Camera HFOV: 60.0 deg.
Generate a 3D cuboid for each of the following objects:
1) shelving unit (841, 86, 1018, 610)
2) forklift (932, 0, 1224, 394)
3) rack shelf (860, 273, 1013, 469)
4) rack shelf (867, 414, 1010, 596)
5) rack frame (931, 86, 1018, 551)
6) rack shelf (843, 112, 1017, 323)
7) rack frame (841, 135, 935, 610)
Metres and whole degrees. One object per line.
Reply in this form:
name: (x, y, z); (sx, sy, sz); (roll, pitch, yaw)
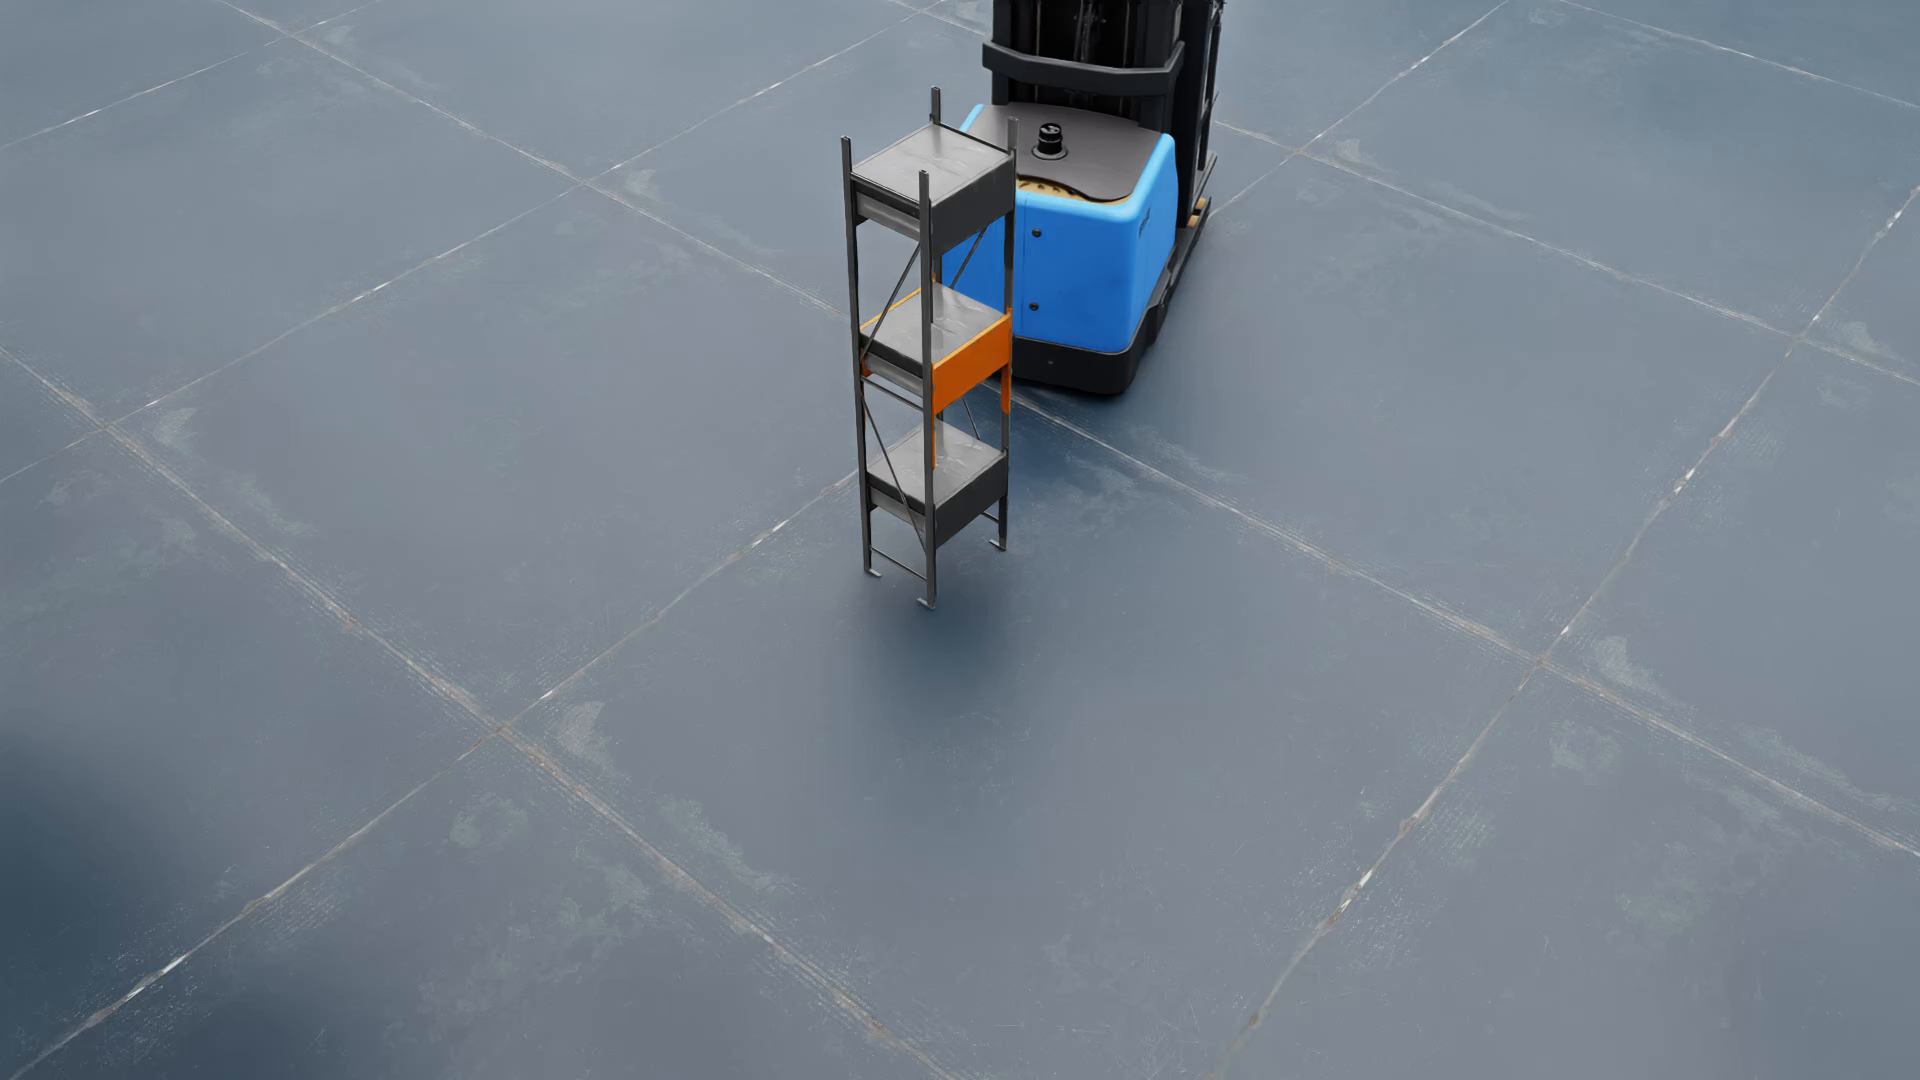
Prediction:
shelving unit: (-0.107, -0.692, 6.632); (0.431, 2.100, 0.503); (29, 50, 28)
forklift: (0.775, -2.799, 8.332); (1.130, 2.935, 3.031); (13, 44, 14)
rack shelf: (-0.107, -0.682, 6.641); (0.431, 0.518, 0.480); (29, 50, 28)
rack shelf: (-0.107, -0.164, 7.112); (0.431, 0.518, 0.480); (29, 50, 28)
rack frame: (0.050, -0.817, 6.770); (0.400, 2.100, 0.015); (29, 50, 28)
rack shelf: (-0.107, -1.199, 6.170); (0.431, 0.518, 0.480); (29, 50, 28)
rack frame: (-0.264, -0.566, 6.494); (0.400, 2.100, 0.015); (29, 50, 28)
